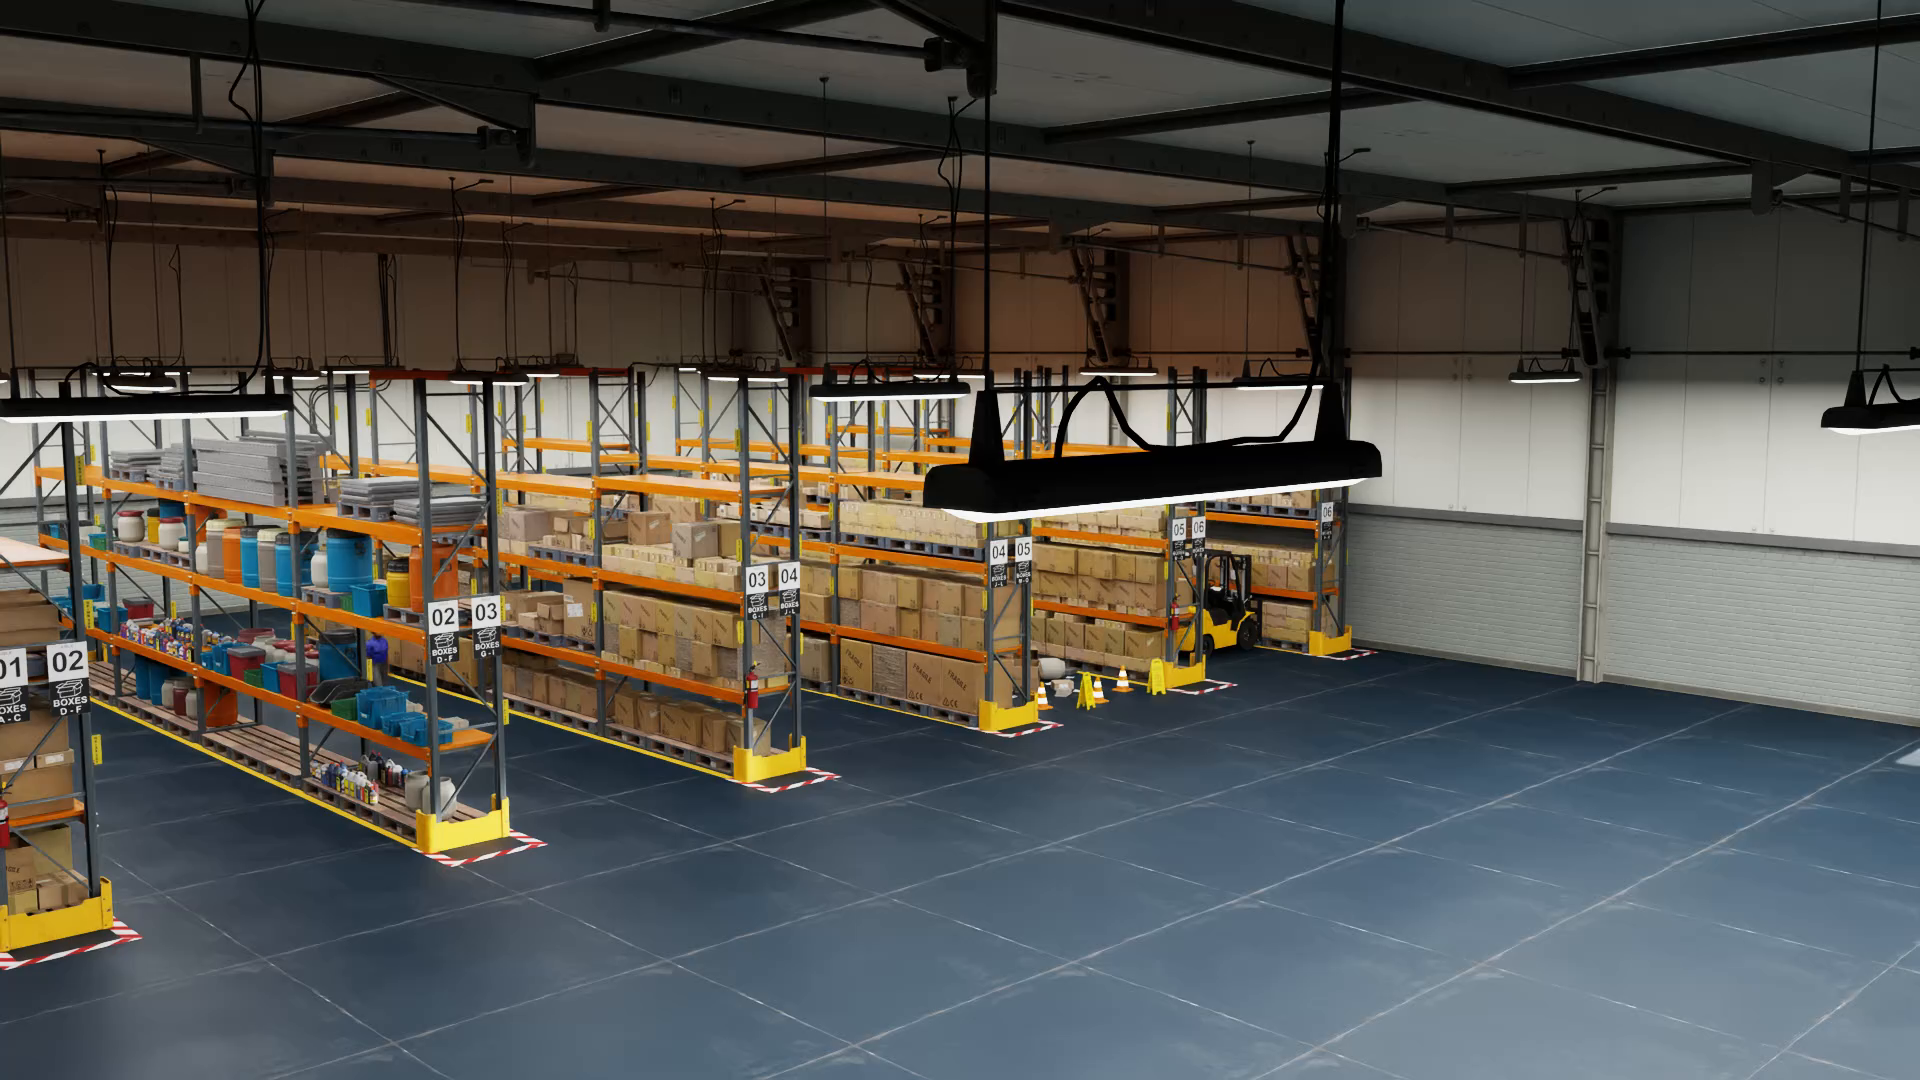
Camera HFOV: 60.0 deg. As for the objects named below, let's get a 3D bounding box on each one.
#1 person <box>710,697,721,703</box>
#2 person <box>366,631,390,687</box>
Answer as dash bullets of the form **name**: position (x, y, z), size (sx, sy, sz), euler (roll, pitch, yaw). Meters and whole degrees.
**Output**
- **person**: position (-4.432, 2.052, 30.073), size (0.578, 1.778, 0.550), euler (-4, 8, -31)
- **person**: position (-10.183, 2.252, 29.017), size (0.928, 1.612, 0.479), euler (4, 7, 29)
